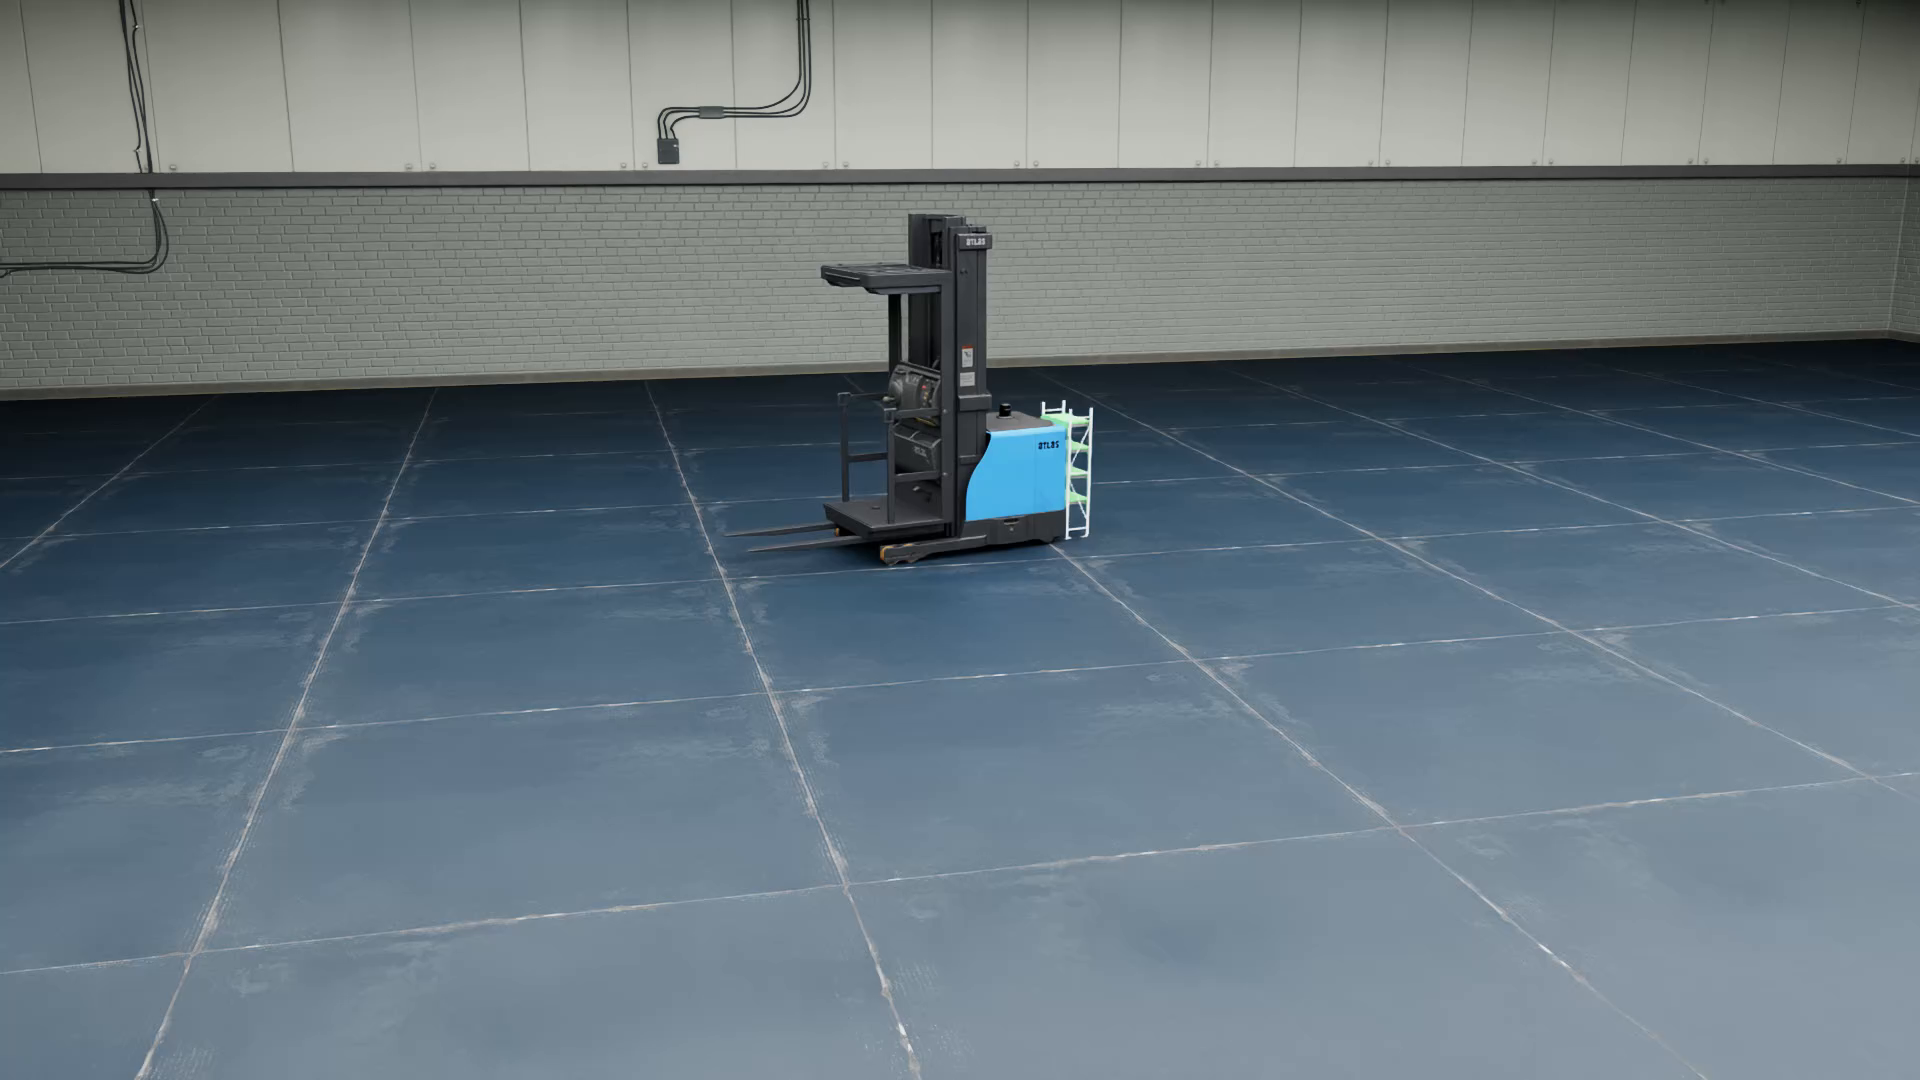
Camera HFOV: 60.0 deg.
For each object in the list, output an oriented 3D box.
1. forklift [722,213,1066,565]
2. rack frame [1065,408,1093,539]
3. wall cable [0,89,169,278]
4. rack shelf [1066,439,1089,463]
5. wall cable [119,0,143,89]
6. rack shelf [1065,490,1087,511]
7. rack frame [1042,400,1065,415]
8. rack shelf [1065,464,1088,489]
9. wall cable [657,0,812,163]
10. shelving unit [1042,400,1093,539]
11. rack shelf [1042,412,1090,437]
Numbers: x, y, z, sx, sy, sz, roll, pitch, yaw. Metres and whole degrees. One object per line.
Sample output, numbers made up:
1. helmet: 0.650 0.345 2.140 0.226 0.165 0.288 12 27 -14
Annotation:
1. forklift: -0.582 -1.349 14.595 3.031 2.935 1.130 -7 15 -26
2. rack frame: 1.087 -0.608 15.200 0.240 1.200 0.015 -6 15 -27
3. wall cable: -12.554 -4.847 22.670 3.097 2.526 0.112 -3 14 -13
4. rack shelf: 0.978 -0.831 15.370 0.258 0.148 0.480 -6 15 -27
5. wall cable: -9.924 -7.451 22.688 3.097 2.526 0.112 -3 14 -13
6. rack shelf: 0.971 -0.364 15.480 0.258 0.148 0.480 -6 15 -27
7. rack frame: 0.864 -0.711 15.621 0.240 1.200 0.015 -6 15 -27
8. rack shelf: 0.974 -0.597 15.425 0.258 0.148 0.480 -6 15 -27
9. wall cable: -3.322 -8.533 24.049 2.305 6.003 0.169 -3 14 -13
10. shelving unit: 0.975 -0.659 15.410 0.258 1.200 0.503 -6 15 -27
11. rack shelf: 0.982 -1.064 15.315 0.258 0.148 0.480 -6 15 -27
